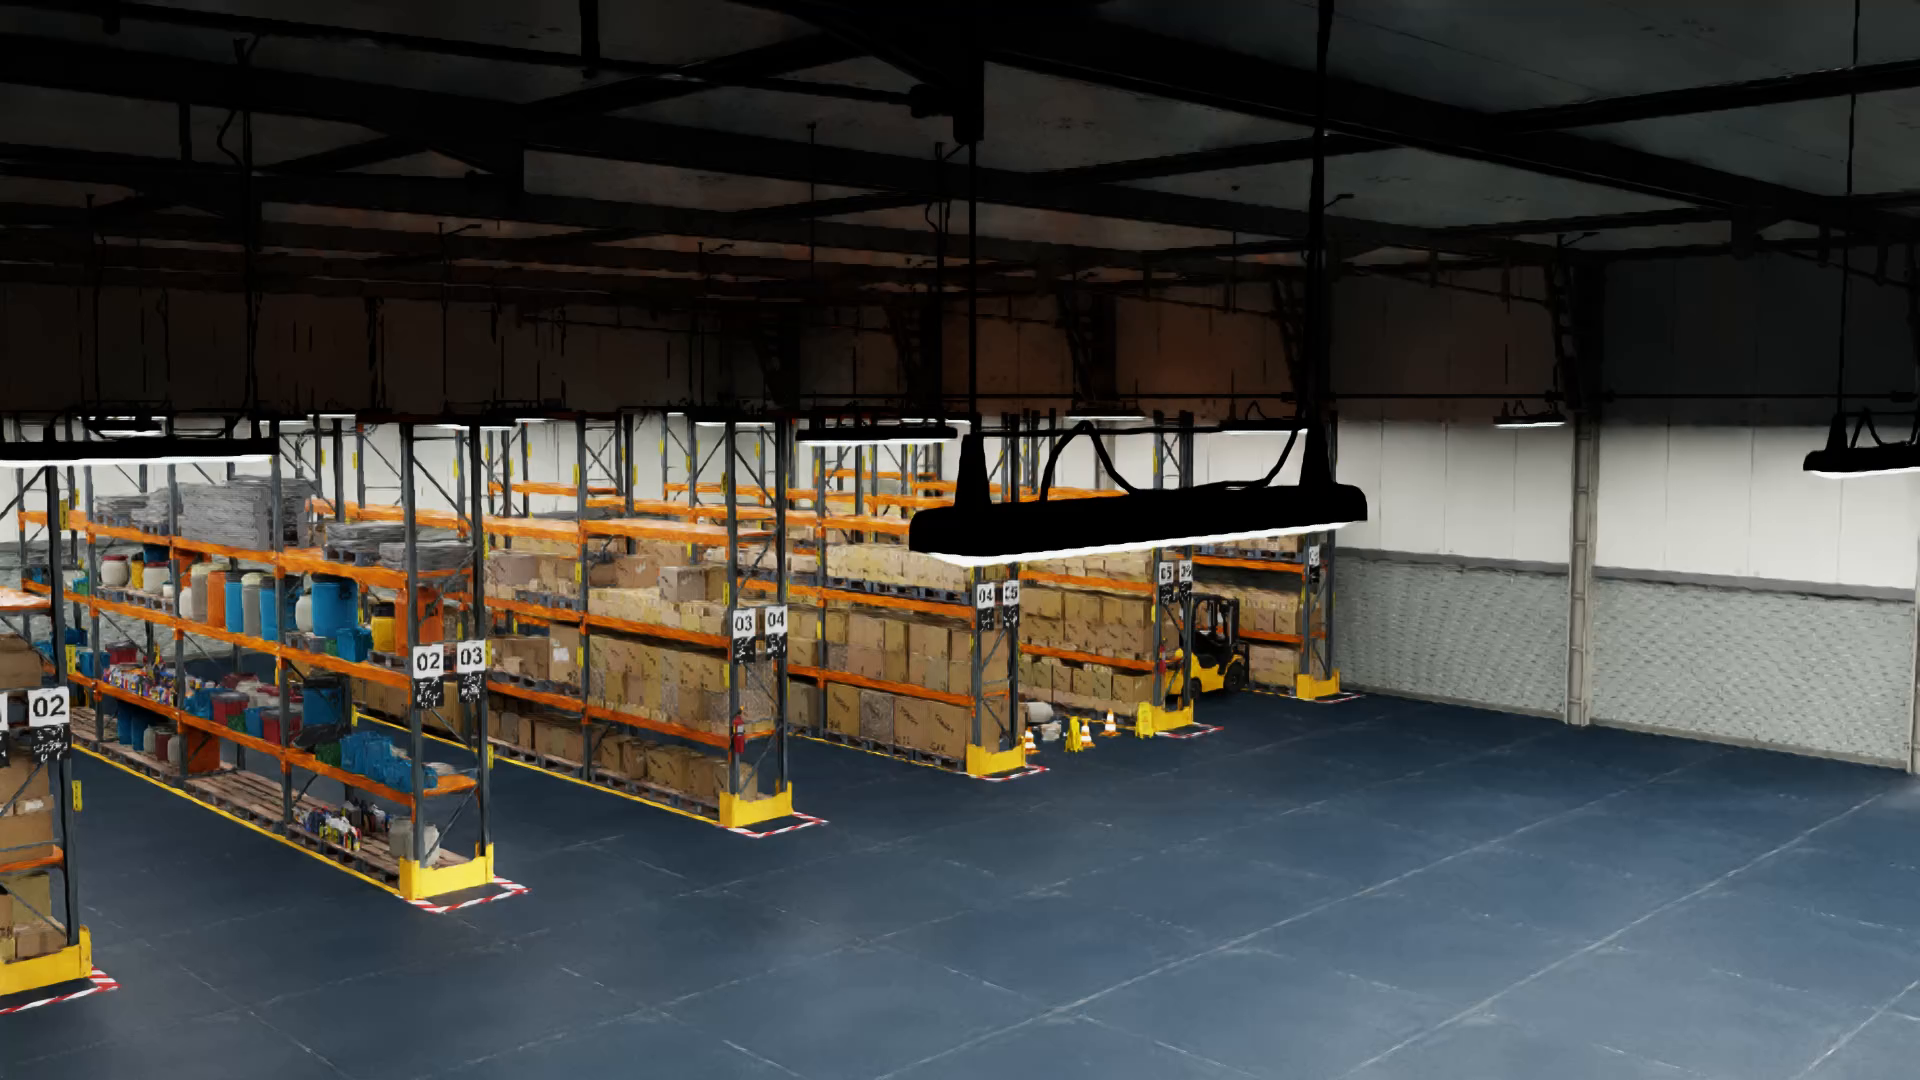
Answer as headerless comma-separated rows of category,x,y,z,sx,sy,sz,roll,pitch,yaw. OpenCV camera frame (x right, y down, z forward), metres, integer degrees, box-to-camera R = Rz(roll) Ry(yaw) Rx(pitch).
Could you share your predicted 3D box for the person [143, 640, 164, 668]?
person,-15.105,2.742,31.282,0.644,1.726,0.402,4,6,39
